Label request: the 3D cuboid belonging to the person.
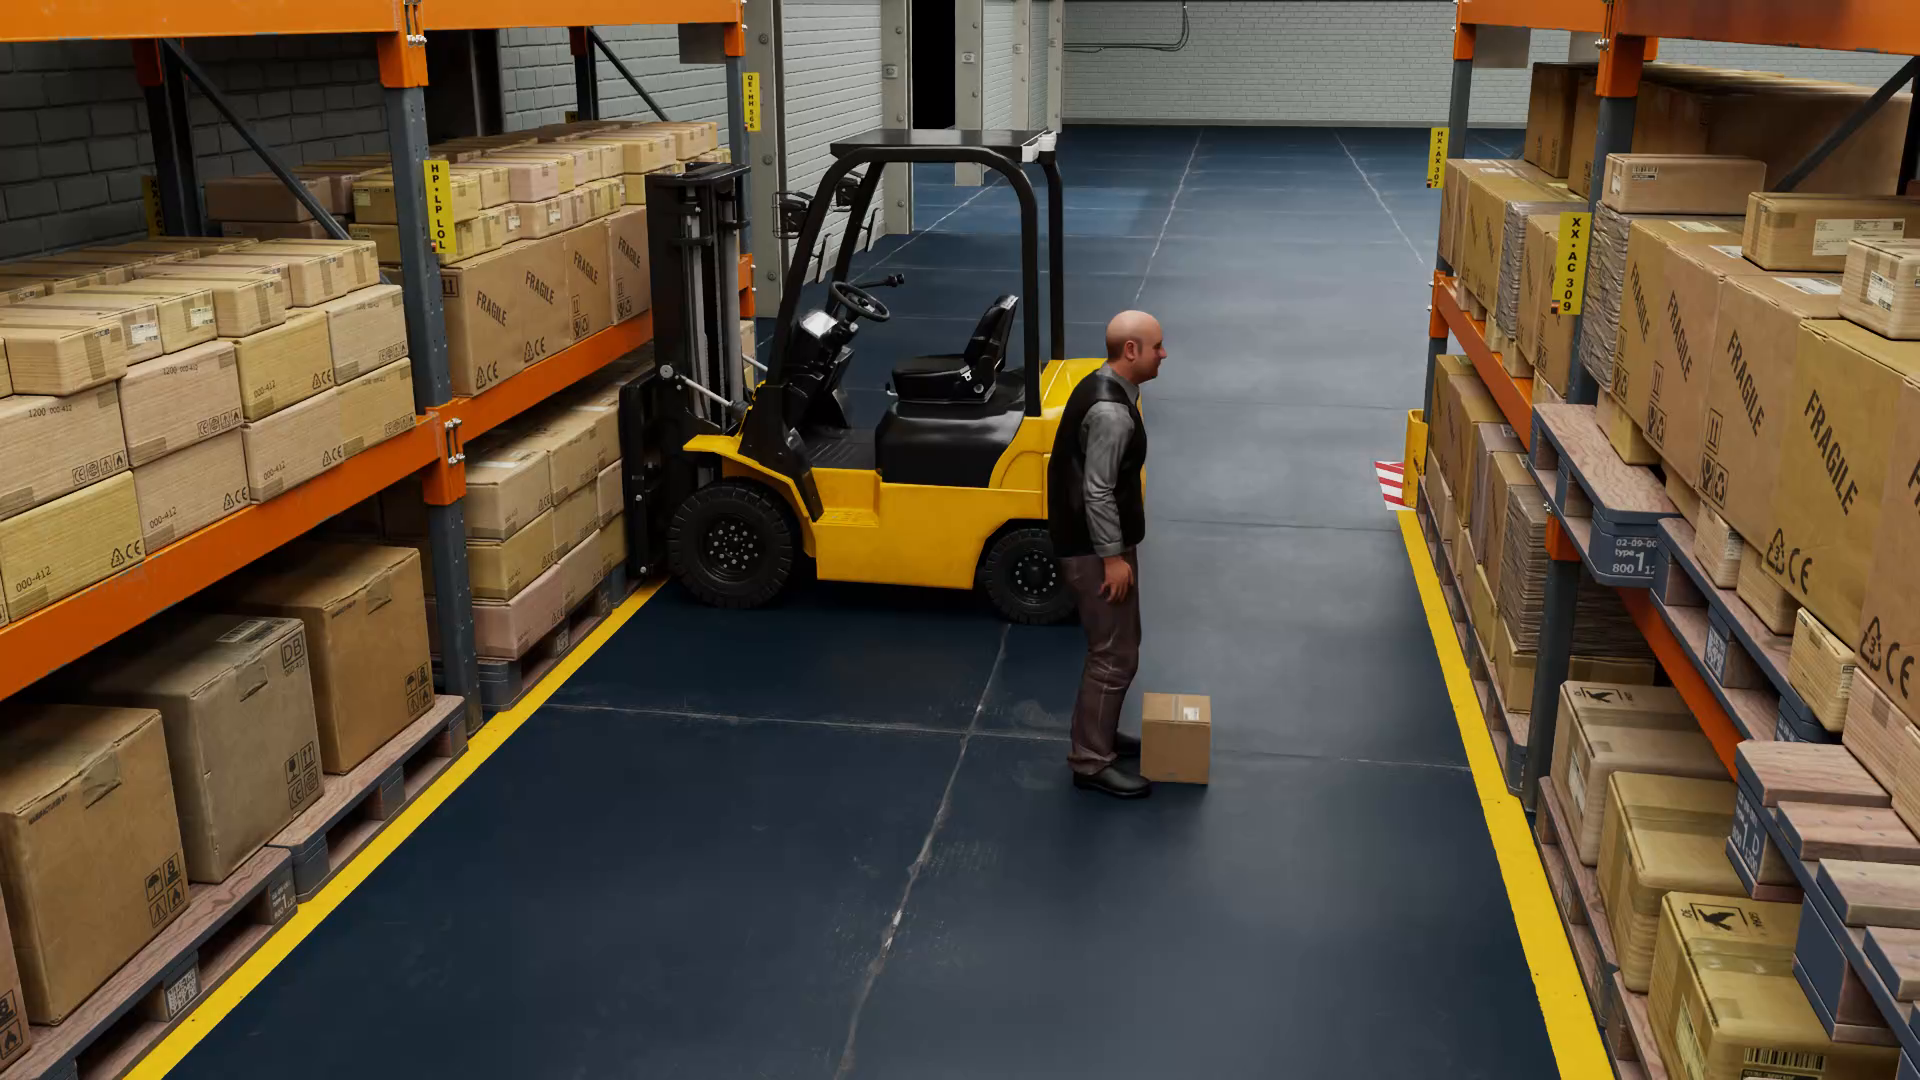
[{"bbox_3d":[0.520,0.027,6.011,0.422,1.719,0.581,2,18,6],"label":"person"}]
